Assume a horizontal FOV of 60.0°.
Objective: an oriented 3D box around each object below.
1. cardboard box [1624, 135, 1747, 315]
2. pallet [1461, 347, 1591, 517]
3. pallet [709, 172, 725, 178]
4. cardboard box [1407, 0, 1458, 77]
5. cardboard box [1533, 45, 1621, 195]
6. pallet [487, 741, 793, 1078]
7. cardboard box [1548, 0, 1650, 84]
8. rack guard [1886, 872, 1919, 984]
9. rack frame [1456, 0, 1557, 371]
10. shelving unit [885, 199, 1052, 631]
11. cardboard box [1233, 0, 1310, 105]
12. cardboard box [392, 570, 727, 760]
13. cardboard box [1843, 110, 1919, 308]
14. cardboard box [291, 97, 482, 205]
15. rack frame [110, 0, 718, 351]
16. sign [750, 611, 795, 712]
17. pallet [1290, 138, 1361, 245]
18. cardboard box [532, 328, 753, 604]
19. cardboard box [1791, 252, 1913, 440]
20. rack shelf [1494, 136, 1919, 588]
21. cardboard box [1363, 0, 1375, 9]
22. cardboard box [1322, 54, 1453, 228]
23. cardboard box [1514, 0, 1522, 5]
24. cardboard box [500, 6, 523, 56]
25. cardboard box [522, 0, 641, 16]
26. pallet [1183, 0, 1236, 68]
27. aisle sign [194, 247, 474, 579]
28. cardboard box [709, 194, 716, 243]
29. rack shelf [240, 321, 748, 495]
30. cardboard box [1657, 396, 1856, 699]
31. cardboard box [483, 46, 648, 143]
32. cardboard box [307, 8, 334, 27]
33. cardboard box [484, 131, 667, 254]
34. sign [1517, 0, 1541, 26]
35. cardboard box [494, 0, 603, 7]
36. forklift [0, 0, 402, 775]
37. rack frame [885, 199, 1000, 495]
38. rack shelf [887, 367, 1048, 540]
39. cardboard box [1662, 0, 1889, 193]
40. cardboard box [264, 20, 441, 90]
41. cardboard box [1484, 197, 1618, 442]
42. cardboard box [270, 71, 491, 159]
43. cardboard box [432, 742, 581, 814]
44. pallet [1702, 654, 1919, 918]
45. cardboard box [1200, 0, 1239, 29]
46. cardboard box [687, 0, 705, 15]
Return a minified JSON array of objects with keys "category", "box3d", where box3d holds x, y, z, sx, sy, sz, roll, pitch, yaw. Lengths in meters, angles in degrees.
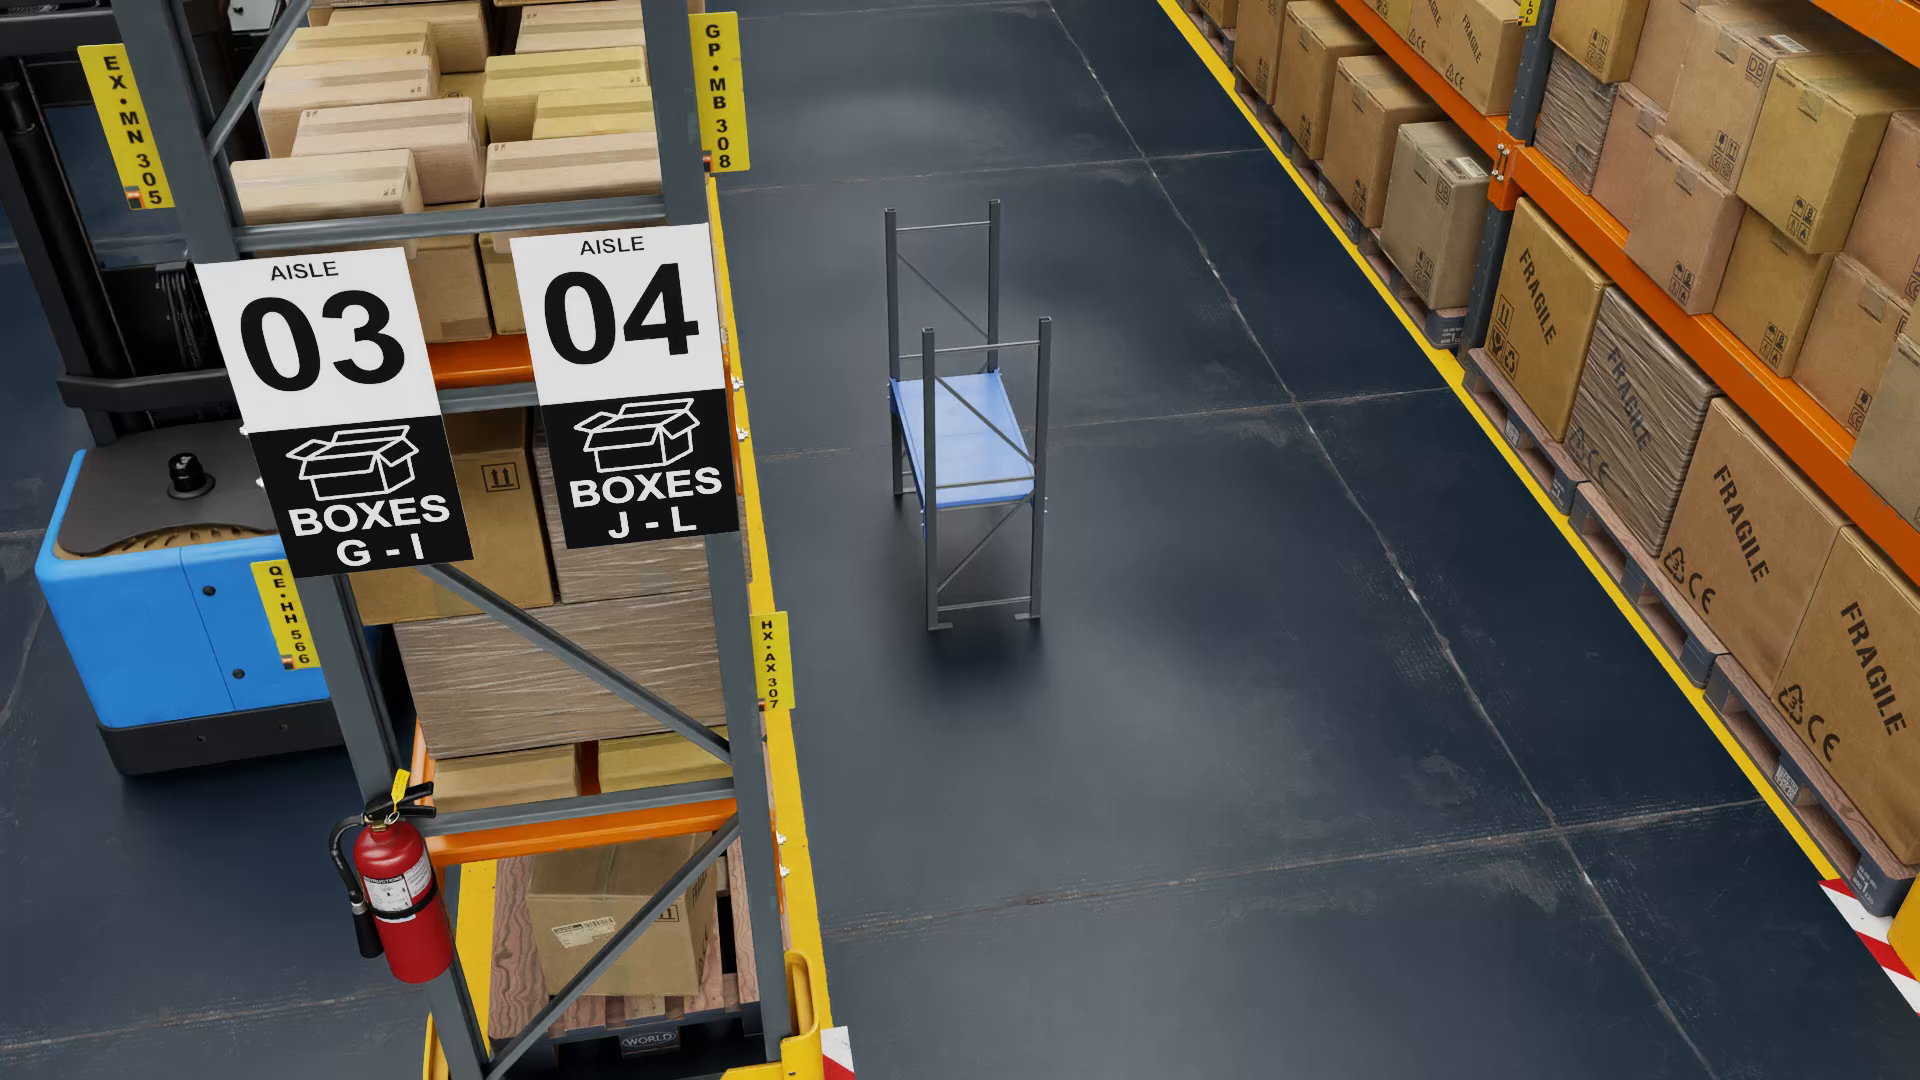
[{"category":"cardboard box","box3d":[3.363,-1.347,6.916,0.875,0.550,0.550,-6,38,-8]},{"category":"pallet","box3d":[3.245,-0.609,8.362,1.003,0.211,1.213,-6,38,-8]},{"category":"pallet","box3d":[-1.703,-2.107,8.173,1.003,0.211,1.213,-6,38,-8]},{"category":"cardboard box","box3d":[2.746,-2.809,8.839,0.500,0.500,0.500,-7,38,-8]},{"category":"cardboard box","box3d":[3.265,-2.015,7.777,0.875,0.550,0.550,-6,38,-8]},{"category":"pallet","box3d":[-1.132,1.272,5.941,1.003,0.211,1.213,-6,38,-8]},{"category":"cardboard box","box3d":[3.220,-2.437,7.439,0.875,0.550,0.550,-6,38,-8]},{"category":"rack guard","box3d":[3.894,1.240,5.747,1.175,0.500,0.348,-6,38,-8]},{"category":"rack frame","box3d":[3.189,-2.178,8.108,1.000,3.000,0.127,-6,38,-8]},{"category":"shelving unit","box3d":[0.015,-0.541,7.224,0.538,1.500,1.048,-6,38,-8]},{"category":"cardboard box","box3d":[2.506,-3.494,11.293,1.050,0.750,0.750,-7,38,-9]},{"category":"cardboard box","box3d":[-1.080,0.219,4.700,0.875,0.500,0.500,-6,38,-8]},{"category":"cardboard box","box3d":[3.711,-1.151,5.784,0.875,0.550,0.550,-6,38,-8]},{"category":"cardboard box","box3d":[-1.297,-0.876,3.785,0.380,0.149,0.250,-7,38,-9]},{"category":"rack frame","box3d":[-1.011,-1.658,2.550,1.000,3.000,0.127,-6,38,-8]},{"category":"sign","box3d":[-0.477,0.310,4.200,0.100,0.325,0.005,-6,38,-8]},{"category":"pallet","box3d":[2.762,-2.273,10.504,1.003,0.211,1.213,-6,38,-8]},{"category":"cardboard box","box3d":[-0.839,-0.203,4.427,0.500,0.500,0.500,-6,38,-8]},{"category":"cardboard box","box3d":[3.688,-0.722,6.112,0.875,0.550,0.550,-6,38,-8]},{"category":"rack shelf","box3d":[3.539,-0.686,6.774,1.077,0.370,4.000,-6,38,-8]},{"category":"cardboard box","box3d":[2.565,-3.420,9.626,0.500,0.500,0.500,-7,38,-8]},{"category":"cardboard box","box3d":[2.826,-2.403,9.890,1.050,0.750,0.750,-6,38,-8]},{"category":"cardboard box","box3d":[3.096,-2.911,8.156,0.700,0.500,0.500,-7,38,-9]},{"category":"cardboard box","box3d":[-1.020,-1.344,4.712,0.500,0.250,0.500,-6,38,-8]},{"category":"cardboard box","box3d":[-0.963,-1.389,4.445,0.380,0.149,0.250,-6,38,-8]},{"category":"pallet","box3d":[2.352,-3.965,12.681,1.003,0.211,1.213,-6,38,-8]},{"category":"aisle sign","box3d":[-1.295,-0.246,3.503,0.394,0.787,0.004,-6,38,-8]},{"category":"cardboard box","box3d":[-1.009,-0.807,5.205,0.500,0.500,0.500,-6,38,-8]},{"category":"rack shelf","box3d":[-1.361,-1.398,5.246,1.077,0.370,4.000,-6,38,-8]},{"category":"cardboard box","box3d":[3.550,-0.022,6.723,0.875,0.875,0.875,-7,38,-9]},{"category":"cardboard box","box3d":[-0.947,-1.070,4.034,0.380,0.149,0.250,-7,38,-9]},{"category":"cardboard box","box3d":[-1.588,-1.493,4.579,0.380,0.149,0.250,-8,39,-10]},{"category":"cardboard box","box3d":[-0.831,-0.763,3.640,0.380,0.149,0.250,-6,38,-8]},{"category":"sign","box3d":[2.656,-2.539,7.695,0.100,0.325,0.005,-6,38,-8]},{"category":"cardboard box","box3d":[-1.005,-1.754,4.386,0.500,0.500,0.500,-6,38,-8]},{"category":"forklift","box3d":[-3.106,-1.152,6.844,1.130,2.935,3.031,-8,38,-10]},{"category":"rack frame","box3d":[-0.074,-0.848,7.619,0.500,1.500,0.032,-6,38,-8]},{"category":"rack shelf","box3d":[0.015,-0.399,7.334,0.538,0.185,1.000,-6,38,-8]},{"category":"cardboard box","box3d":[3.390,-1.776,6.589,0.875,0.550,0.550,-6,38,-8]},{"category":"cardboard box","box3d":[-1.520,-1.178,4.174,0.380,0.149,0.250,-6,38,-8]},{"category":"cardboard box","box3d":[3.230,-1.117,8.132,0.875,0.875,0.875,-6,38,-7]},{"category":"cardboard box","box3d":[-1.436,-0.980,4.243,0.500,0.250,0.500,-6,38,-8]},{"category":"cardboard box","box3d":[-1.264,0.660,4.660,0.380,0.149,0.250,-6,38,-8]},{"category":"pallet","box3d":[3.673,0.865,6.465,1.003,0.211,1.213,-6,38,-8]},{"category":"cardboard box","box3d":[2.115,-4.142,12.331,0.500,0.500,0.500,-6,38,-8]},{"category":"cardboard box","box3d":[-1.714,-2.603,7.824,1.000,1.000,1.000,-6,38,-8]}]
